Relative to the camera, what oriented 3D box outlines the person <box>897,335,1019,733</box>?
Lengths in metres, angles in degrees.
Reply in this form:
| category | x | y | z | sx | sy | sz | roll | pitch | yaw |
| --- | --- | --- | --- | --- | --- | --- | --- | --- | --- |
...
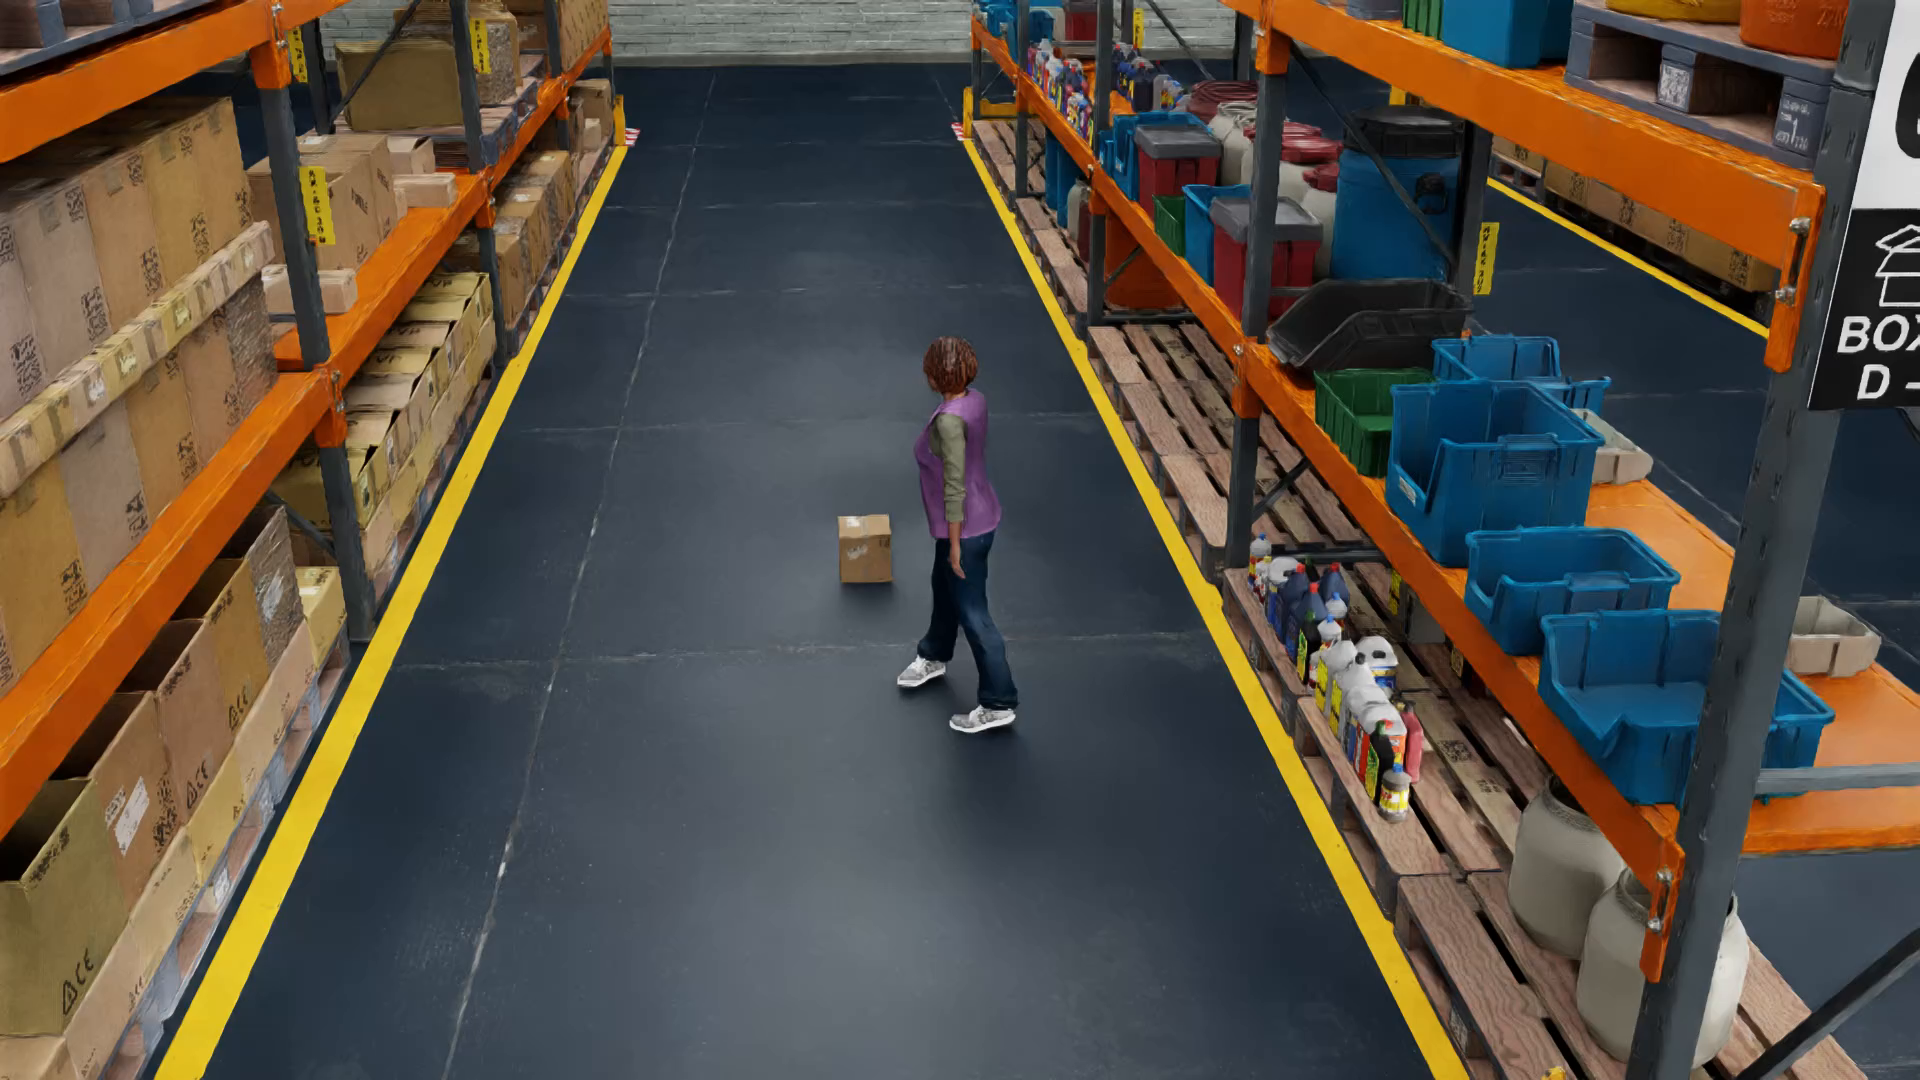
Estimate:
| category | x | y | z | sx | sy | sz | roll | pitch | yaw |
| --- | --- | --- | --- | --- | --- | --- | --- | --- | --- |
| person | -0.006 | -0.037 | 6.710 | 0.546 | 1.590 | 0.530 | 3 | 24 | 7 |
